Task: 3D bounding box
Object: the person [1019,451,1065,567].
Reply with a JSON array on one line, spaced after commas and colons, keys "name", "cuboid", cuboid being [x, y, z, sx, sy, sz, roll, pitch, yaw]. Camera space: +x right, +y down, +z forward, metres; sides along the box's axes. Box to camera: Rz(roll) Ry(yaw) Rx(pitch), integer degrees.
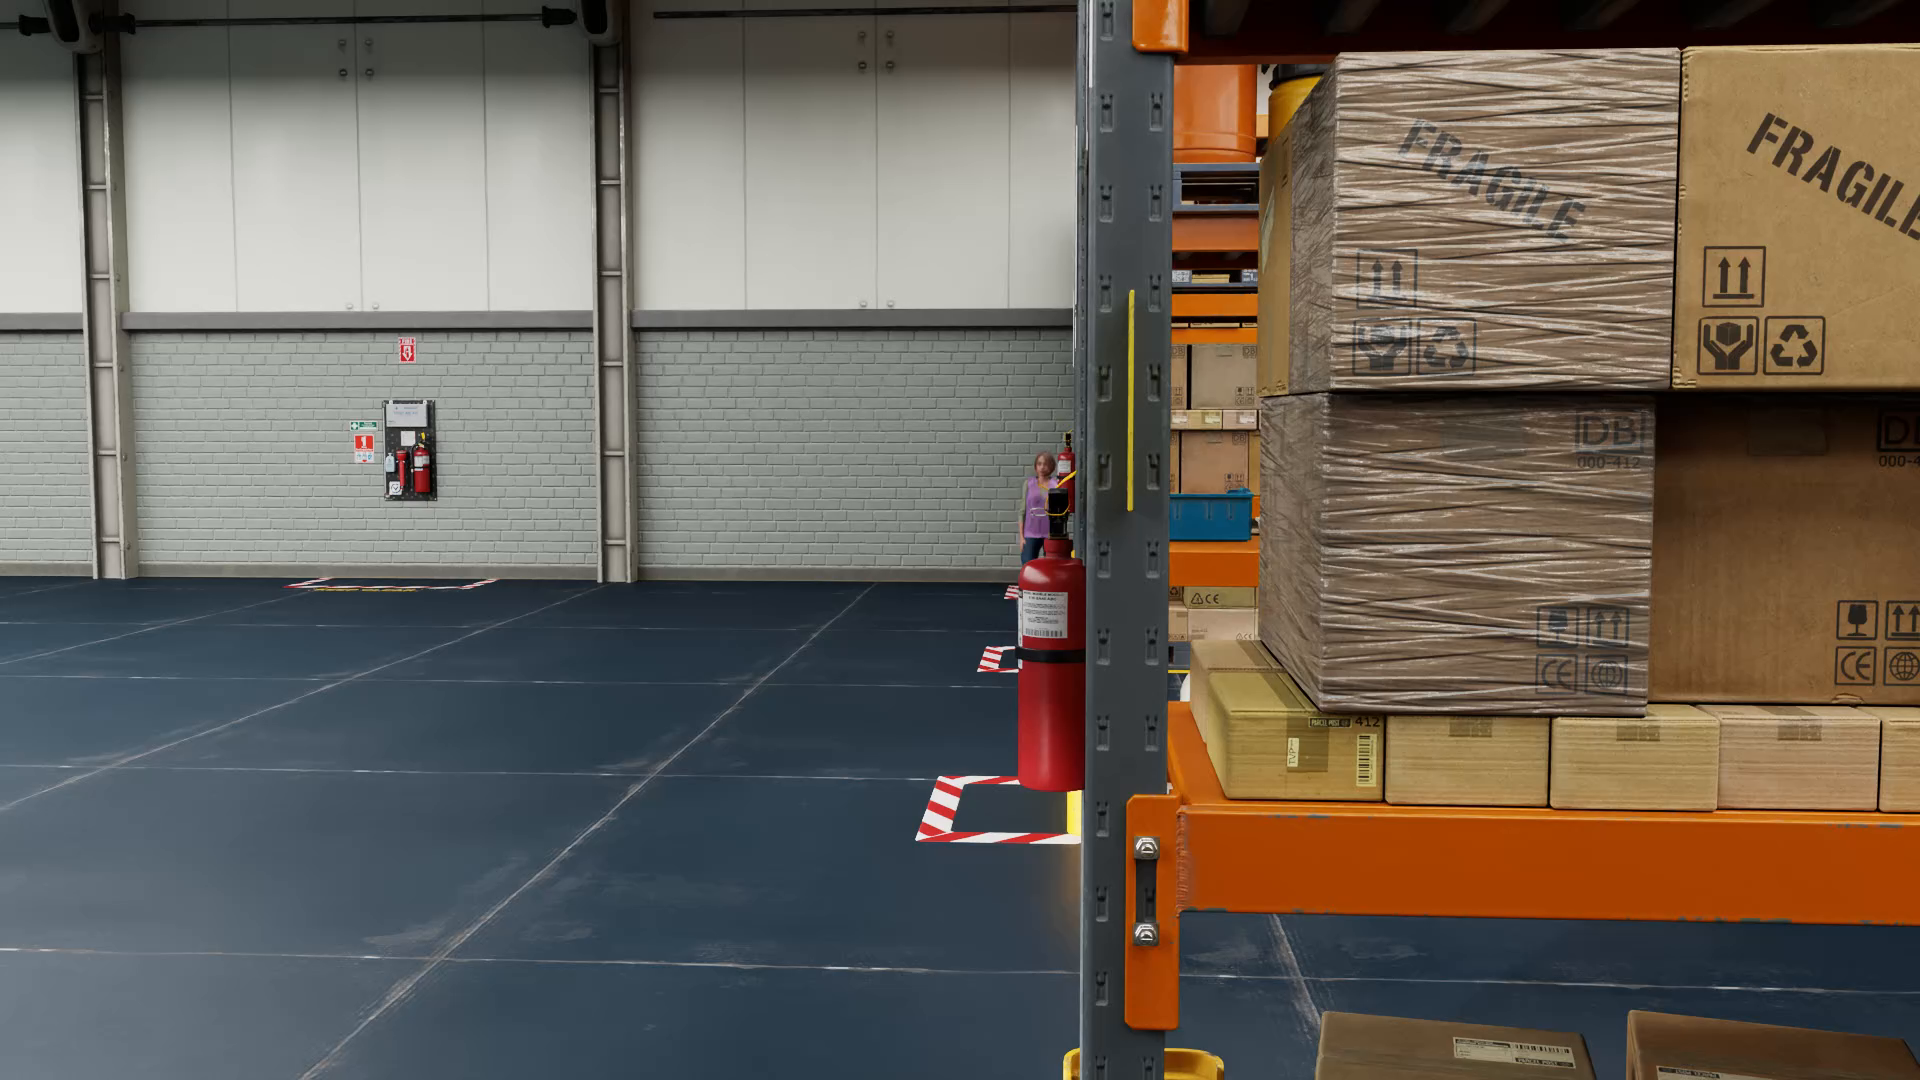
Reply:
[{"name": "person", "cuboid": [0.741, -0.008, 14.898, 0.427, 1.580, 0.649, 0, 4, 4]}]
